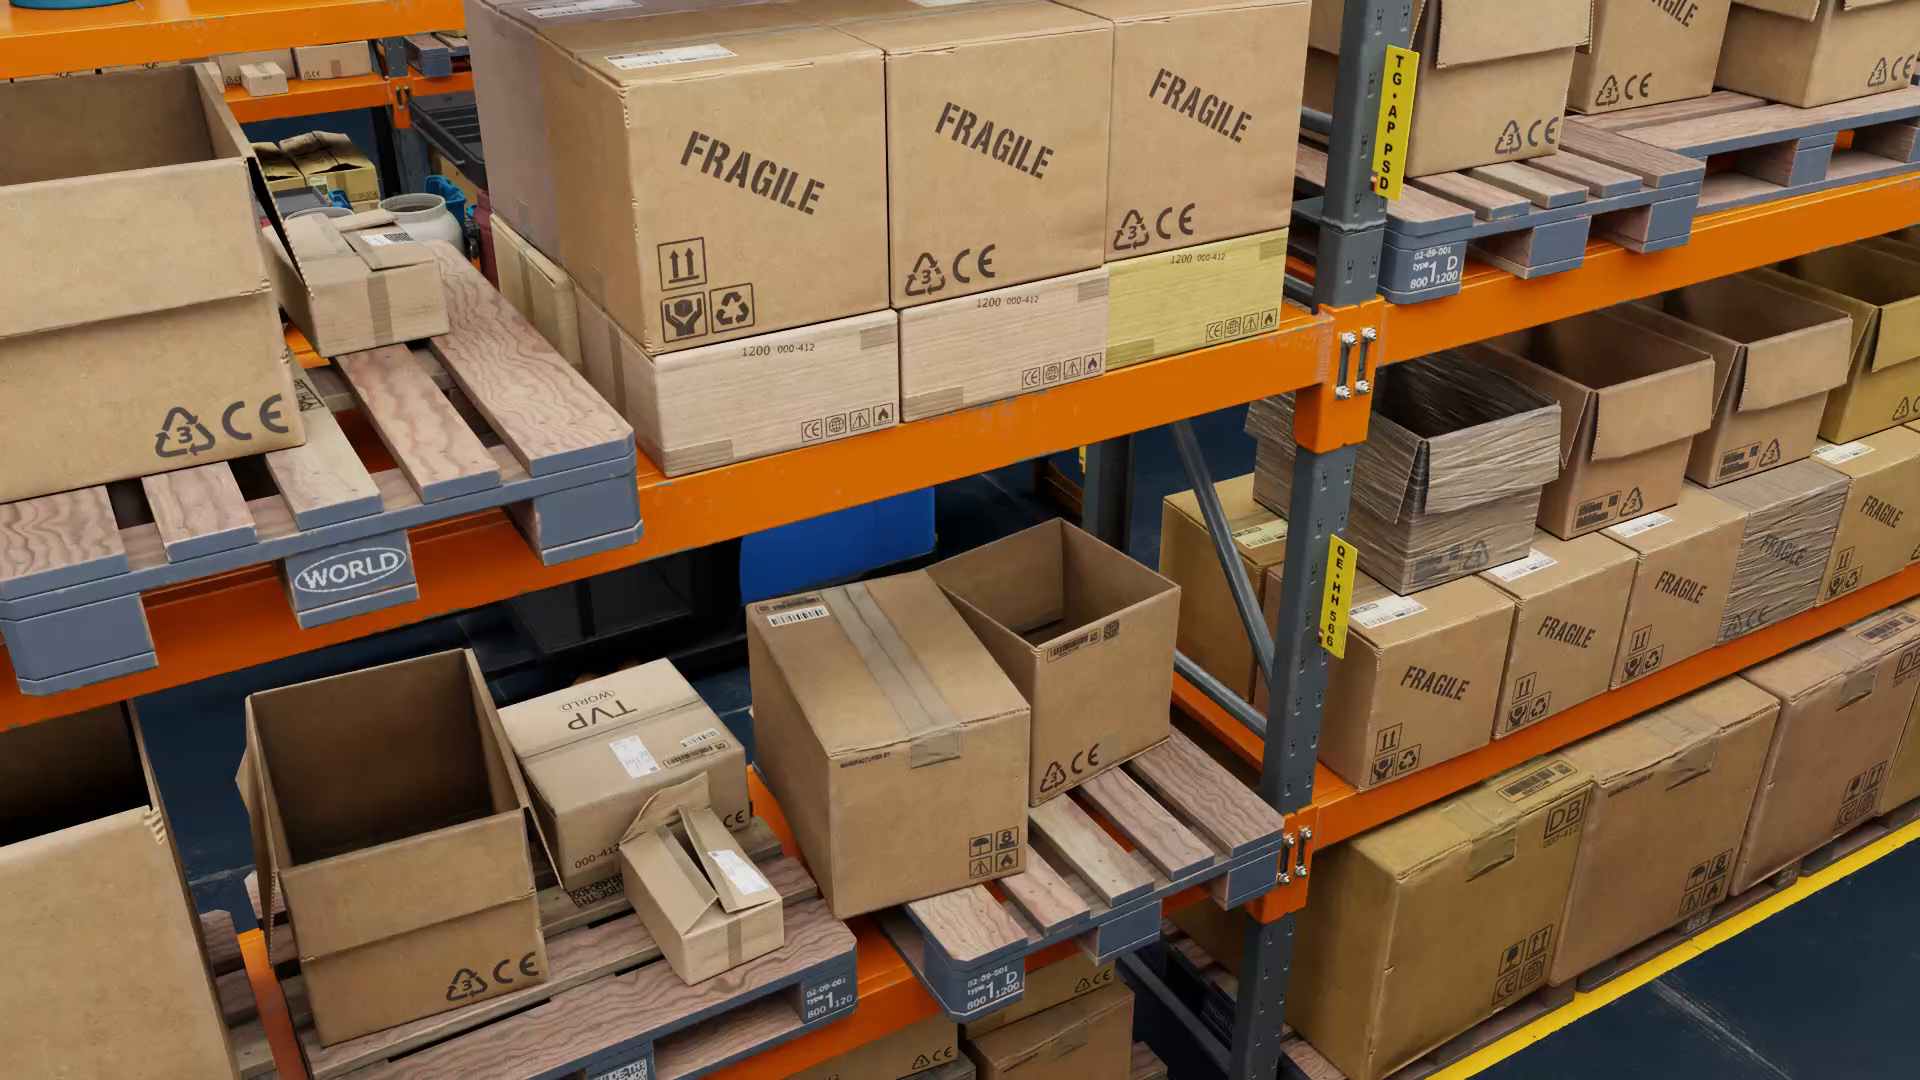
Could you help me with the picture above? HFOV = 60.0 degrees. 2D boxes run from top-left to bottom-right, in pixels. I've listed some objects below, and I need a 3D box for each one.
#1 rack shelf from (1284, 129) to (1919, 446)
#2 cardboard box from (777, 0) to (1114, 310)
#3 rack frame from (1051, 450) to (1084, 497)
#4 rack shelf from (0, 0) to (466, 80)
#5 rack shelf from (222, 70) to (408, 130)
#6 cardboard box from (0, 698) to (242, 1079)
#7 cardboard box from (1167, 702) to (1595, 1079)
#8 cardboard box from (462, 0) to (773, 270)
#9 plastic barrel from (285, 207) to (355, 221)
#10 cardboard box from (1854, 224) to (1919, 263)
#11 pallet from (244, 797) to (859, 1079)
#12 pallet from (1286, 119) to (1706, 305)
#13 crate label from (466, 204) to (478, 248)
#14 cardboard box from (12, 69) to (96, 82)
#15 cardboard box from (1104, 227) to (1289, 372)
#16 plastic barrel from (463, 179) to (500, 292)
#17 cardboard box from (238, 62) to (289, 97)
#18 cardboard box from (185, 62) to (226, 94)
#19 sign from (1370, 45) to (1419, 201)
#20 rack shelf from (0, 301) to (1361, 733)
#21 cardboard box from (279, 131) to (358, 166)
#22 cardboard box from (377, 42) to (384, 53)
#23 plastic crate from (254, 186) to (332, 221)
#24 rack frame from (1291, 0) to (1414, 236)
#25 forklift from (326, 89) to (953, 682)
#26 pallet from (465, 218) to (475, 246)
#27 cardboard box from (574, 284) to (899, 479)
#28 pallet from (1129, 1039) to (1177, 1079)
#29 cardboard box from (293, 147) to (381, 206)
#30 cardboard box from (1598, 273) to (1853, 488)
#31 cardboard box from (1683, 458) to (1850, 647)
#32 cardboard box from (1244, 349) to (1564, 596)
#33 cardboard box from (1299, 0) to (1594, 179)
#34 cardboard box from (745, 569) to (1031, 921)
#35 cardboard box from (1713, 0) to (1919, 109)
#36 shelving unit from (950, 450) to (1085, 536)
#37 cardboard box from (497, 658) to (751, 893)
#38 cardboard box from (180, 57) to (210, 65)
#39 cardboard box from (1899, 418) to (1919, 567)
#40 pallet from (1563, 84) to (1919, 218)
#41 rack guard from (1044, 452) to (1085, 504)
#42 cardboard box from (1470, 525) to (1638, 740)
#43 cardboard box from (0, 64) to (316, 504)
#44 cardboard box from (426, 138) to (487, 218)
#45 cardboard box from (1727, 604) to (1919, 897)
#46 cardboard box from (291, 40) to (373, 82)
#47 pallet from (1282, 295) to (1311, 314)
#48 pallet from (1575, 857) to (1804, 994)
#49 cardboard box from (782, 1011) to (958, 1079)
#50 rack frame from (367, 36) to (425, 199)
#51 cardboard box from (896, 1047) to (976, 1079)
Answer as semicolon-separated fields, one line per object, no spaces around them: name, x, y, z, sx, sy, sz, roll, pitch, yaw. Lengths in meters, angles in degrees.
rack shelf;2.406;-1.093;5.266;4.000;0.370;1.077;-16;33;-26
cardboard box;-0.039;-0.830;3.424;0.500;0.500;0.500;-16;33;-26
rack frame;0.647;-0.838;8.717;0.032;1.500;0.500;-16;33;-26
rack shelf;-3.552;-2.177;7.231;4.000;0.370;1.077;-16;33;-26
rack shelf;-6.058;-2.928;11.696;4.000;0.370;1.077;-16;33;-26
cardboard box;-2.011;0.791;3.156;1.000;1.000;1.000;-16;33;-26
cardboard box;1.287;0.981;5.633;0.875;0.875;1.225;-17;33;-29
cardboard box;-0.723;-0.925;3.596;0.500;0.500;0.500;-17;33;-28
plastic barrel;-2.969;-1.274;7.838;0.421;0.512;0.421;0;29;0
cardboard box;3.584;-0.908;6.148;0.637;0.503;0.797;-17;33;-28
pallet;-1.004;0.980;4.068;1.213;0.211;1.003;-16;33;-26
pallet;1.210;-1.016;4.577;1.003;0.211;1.213;-14;32;-24
crate label;-2.381;-1.648;8.806;0.416;0.233;0.303;-16;33;-26
cardboard box;-6.226;-3.230;11.395;0.500;0.500;0.500;-16;33;-26
cardboard box;0.396;-0.634;3.846;0.500;0.250;0.500;-16;33;-26
plastic barrel;-2.074;-1.488;8.202;0.708;0.536;0.600;-16;33;-26
cardboard box;-4.969;-3.288;11.863;0.250;0.149;0.380;-16;33;-26
cardboard box;-5.405;-3.287;11.862;0.250;0.149;0.380;-13;32;-23
sign;0.955;-0.918;3.670;0.005;0.325;0.100;-16;33;-26
rack shelf;-1.043;-0.114;3.492;4.000;0.370;1.077;-16;33;-26
cardboard box;-4.934;-2.953;12.826;0.500;0.311;0.500;-15;32;-25
cardboard box;-6.146;-5.164;16.792;0.750;0.750;0.750;-16;33;-27
plastic crate;-3.376;-1.428;8.168;0.583;0.464;0.402;-16;33;-26
rack frame;0.682;-2.232;3.481;0.127;3.000;1.000;-16;33;-26
forklift;-1.568;-0.843;7.244;3.031;2.935;1.130;-16;33;-26
pallet;-3.671;-2.679;13.386;1.213;0.211;1.003;-16;33;-26
cardboard box;-0.459;-0.385;3.395;0.500;0.250;0.500;-15;32;-25
pallet;0.007;1.806;5.258;1.213;0.211;1.003;-16;33;-26
cardboard box;-4.661;-2.728;12.419;0.500;0.311;0.500;-15;32;-25
cardboard box;2.458;-0.586;5.565;0.637;0.503;0.797;-15;32;-25
cardboard box;2.554;-0.030;5.597;0.500;0.500;0.500;-16;33;-26
cardboard box;1.320;-0.260;4.976;0.637;0.503;0.797;-15;32;-25
cardboard box;1.171;-1.327;4.404;0.637;0.503;0.797;-14;32;-23
cardboard box;-0.194;0.494;4.212;0.500;0.500;0.700;-11;31;-19
cardboard box;2.432;-1.657;5.001;0.637;0.503;0.797;-16;33;-27
shelving unit;0.215;-0.717;8.497;1.083;1.500;0.587;-16;33;-26
cardboard box;-0.880;0.591;4.295;0.500;0.250;0.500;-17;33;-28
cardboard box;-7.441;-4.696;16.286;0.500;0.500;0.700;-15;32;-26
cardboard box;3.435;-0.282;6.052;0.500;0.500;0.500;-15;32;-25
pallet;2.173;-1.291;5.075;1.213;0.211;1.003;-14;32;-24
rack guard;0.646;-0.291;9.018;0.087;0.250;0.587;-16;33;-26
cardboard box;1.682;0.218;5.147;0.500;0.500;0.500;-17;33;-28
cardboard box;-1.500;-0.473;2.857;0.637;0.503;0.797;-14;32;-24
cardboard box;-3.796;-2.824;12.894;0.500;0.500;0.500;-14;32;-24
cardboard box;2.819;0.546;6.420;0.875;0.875;1.225;-17;33;-28
cardboard box;-4.669;-3.623;12.303;0.500;0.311;0.500;-14;32;-23
pallet;2.236;-1.623;11.472;1.213;0.211;1.003;-16;33;-26
pallet;2.450;1.157;6.434;1.213;0.211;1.003;-16;33;-26
cardboard box;-0.333;1.279;4.684;0.500;0.250;0.500;-12;31;-21
rack frame;-4.334;-3.733;12.410;0.127;3.000;1.000;-16;33;-26
cardboard box;-0.358;1.610;4.860;0.500;0.500;0.700;-19;34;-30
